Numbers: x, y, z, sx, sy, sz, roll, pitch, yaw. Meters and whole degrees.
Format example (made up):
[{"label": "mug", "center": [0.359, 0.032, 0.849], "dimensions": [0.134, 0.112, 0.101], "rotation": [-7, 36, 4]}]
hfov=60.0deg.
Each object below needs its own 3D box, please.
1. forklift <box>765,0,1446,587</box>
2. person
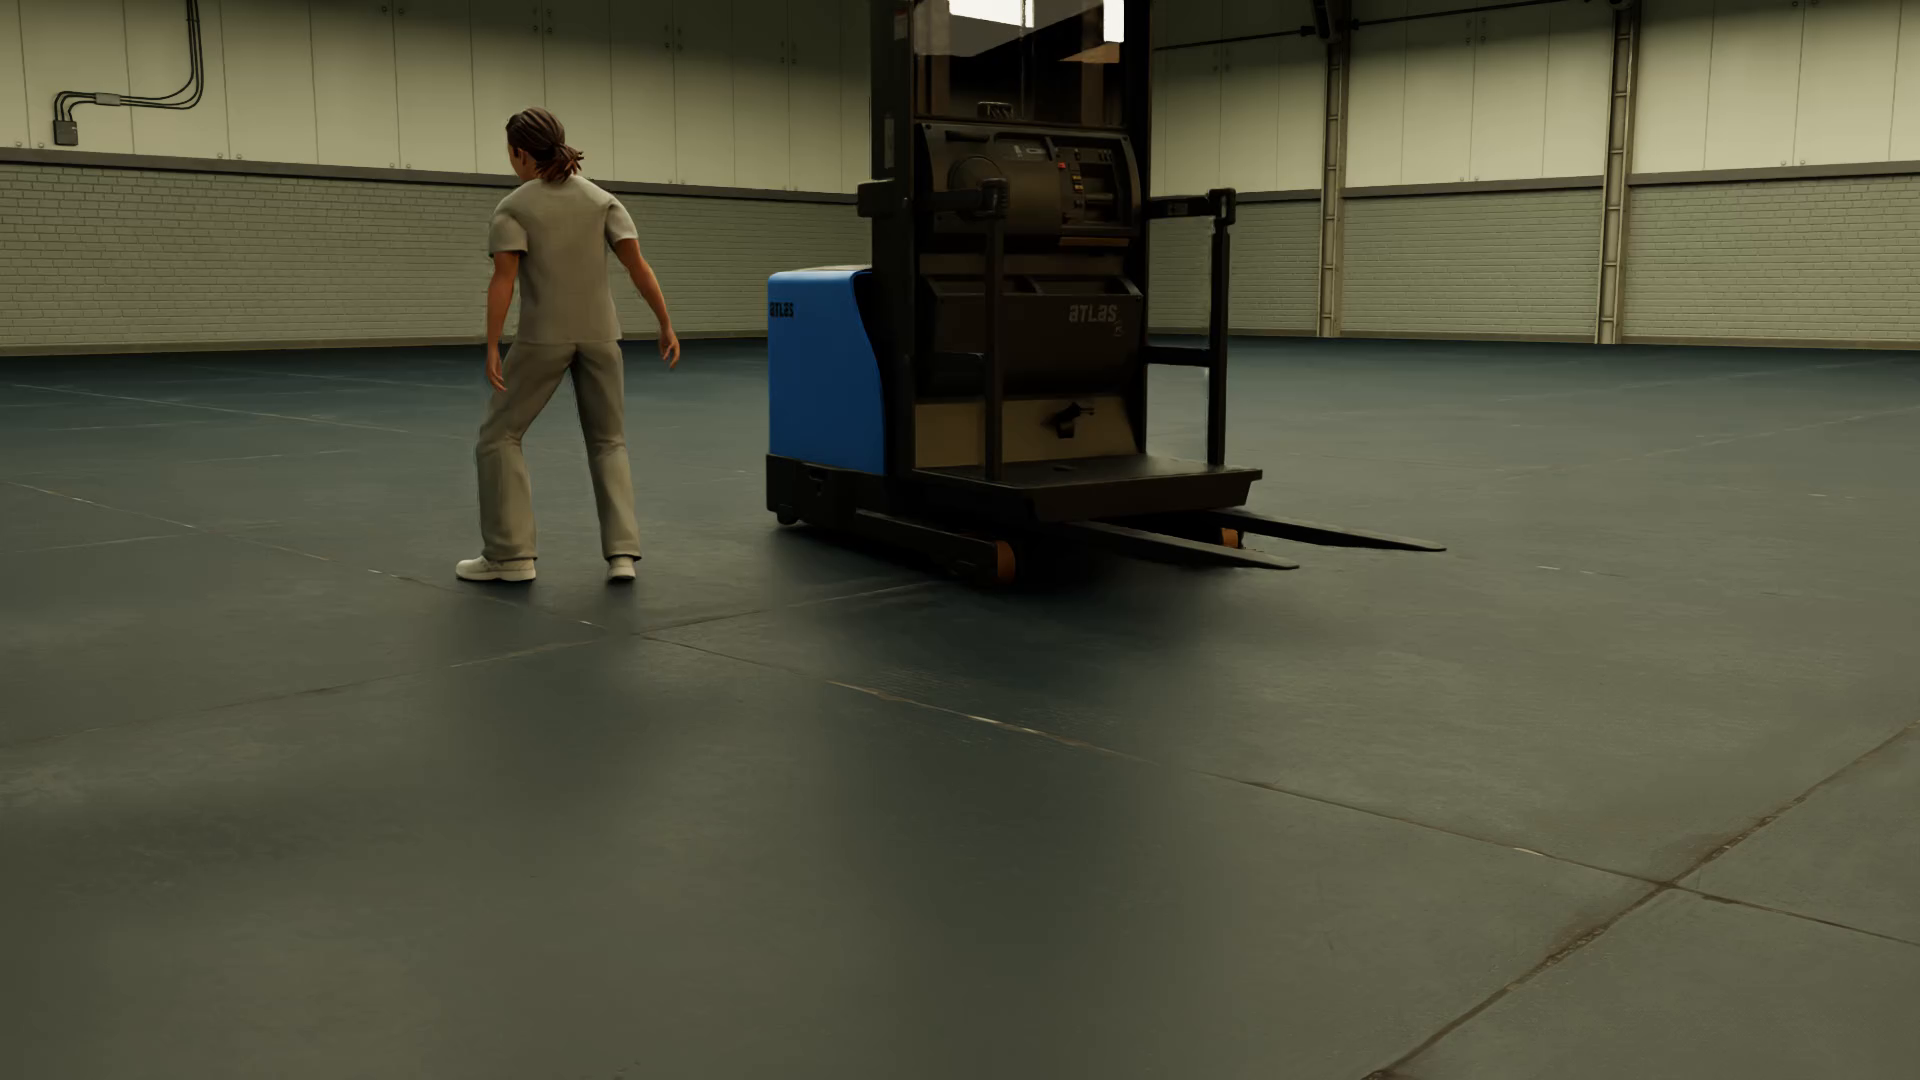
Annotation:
[{"label": "forklift", "center": [0.387, -1.367, 5.953], "dimensions": [1.130, 2.935, 3.031], "rotation": [-5, 10, -32]}, {"label": "person", "center": [-1.359, -0.657, 5.750], "dimensions": [0.781, 1.647, 0.423], "rotation": [-4, 9, -24]}]
